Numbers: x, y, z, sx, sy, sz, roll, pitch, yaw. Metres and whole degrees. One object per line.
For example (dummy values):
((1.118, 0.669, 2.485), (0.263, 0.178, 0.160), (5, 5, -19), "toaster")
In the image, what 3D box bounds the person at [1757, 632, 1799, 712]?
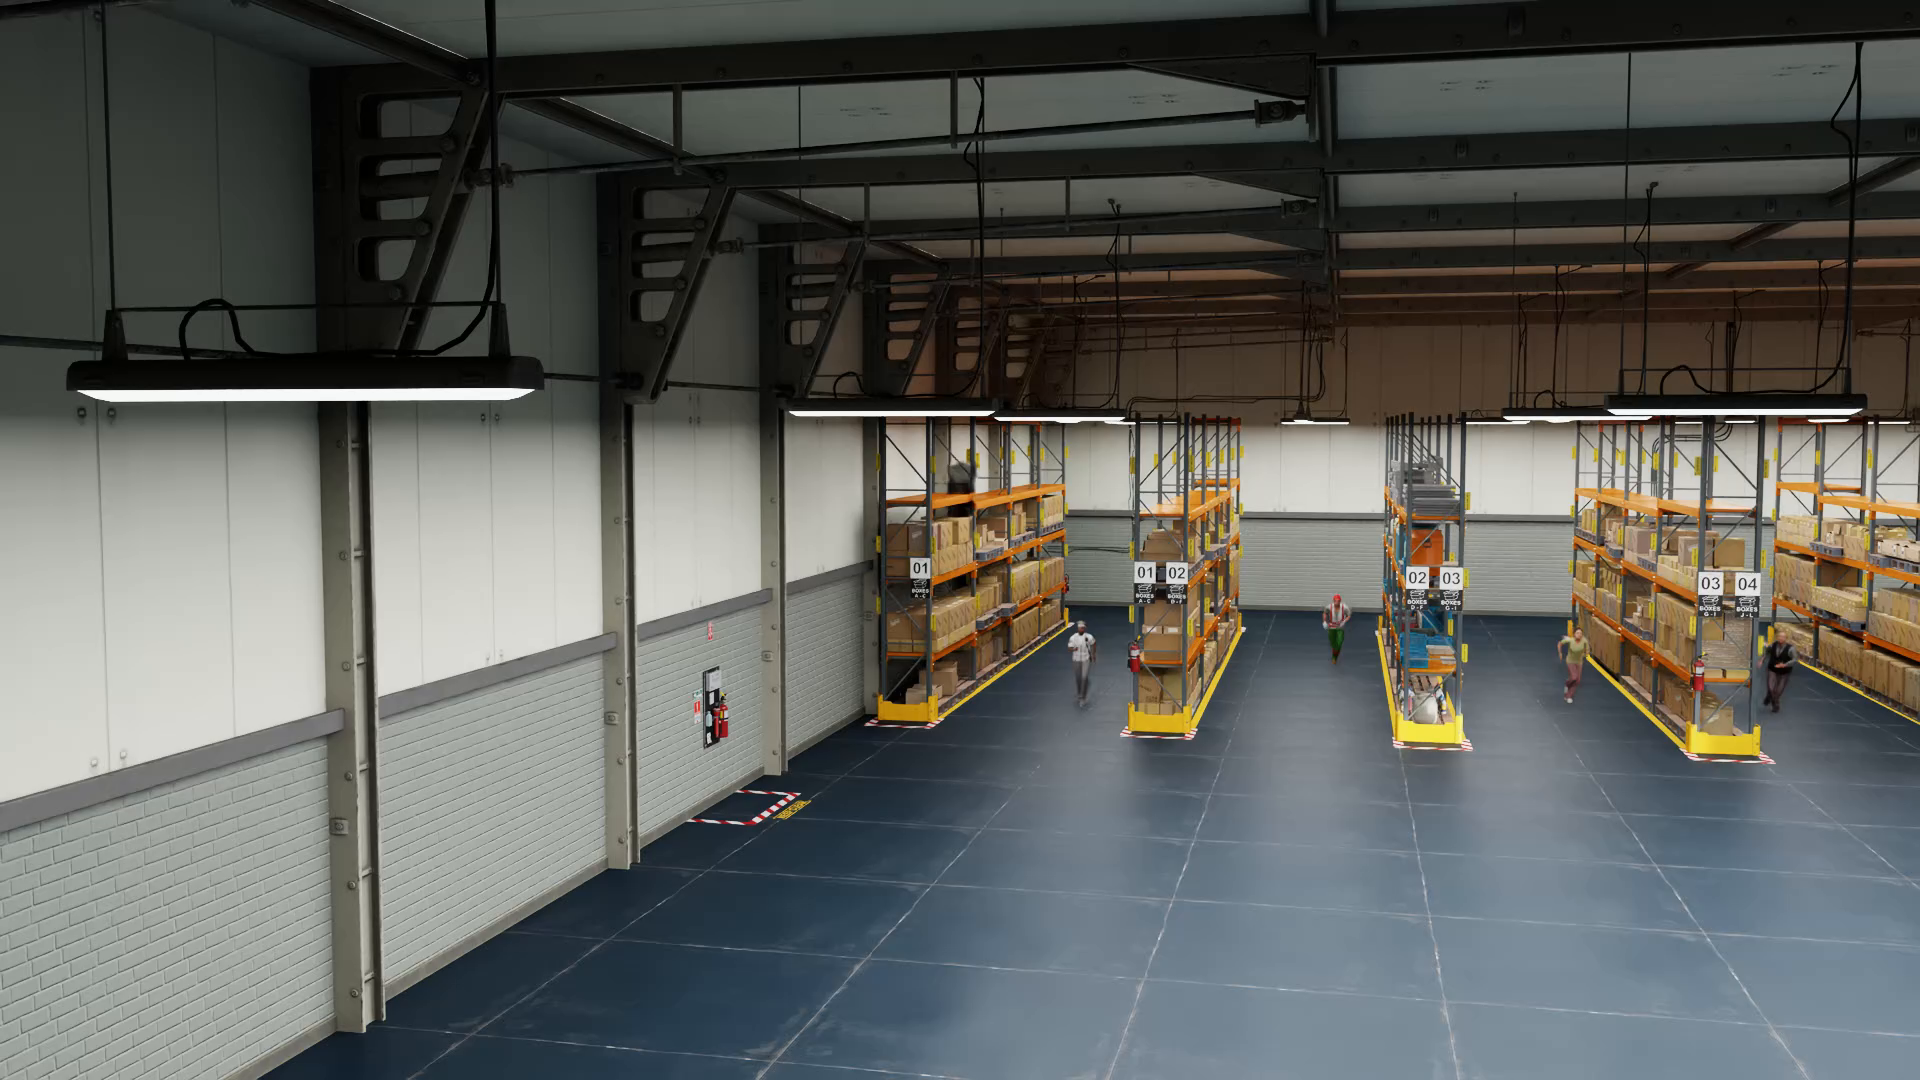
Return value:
((16.505, 2.659, 33.575), (0.755, 1.650, 0.610), (2, 4, 28), "person")

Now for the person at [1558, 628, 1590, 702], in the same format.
((12.774, 2.596, 34.535), (0.550, 1.595, 0.674), (0, 4, -5), "person")

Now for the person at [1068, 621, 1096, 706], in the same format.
((2.524, 2.534, 34.513), (0.569, 1.742, 0.829), (1, 4, 11), "person")

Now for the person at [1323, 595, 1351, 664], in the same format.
((9.138, 2.158, 40.339), (0.651, 1.712, 0.763), (1, 4, 10), "person")
